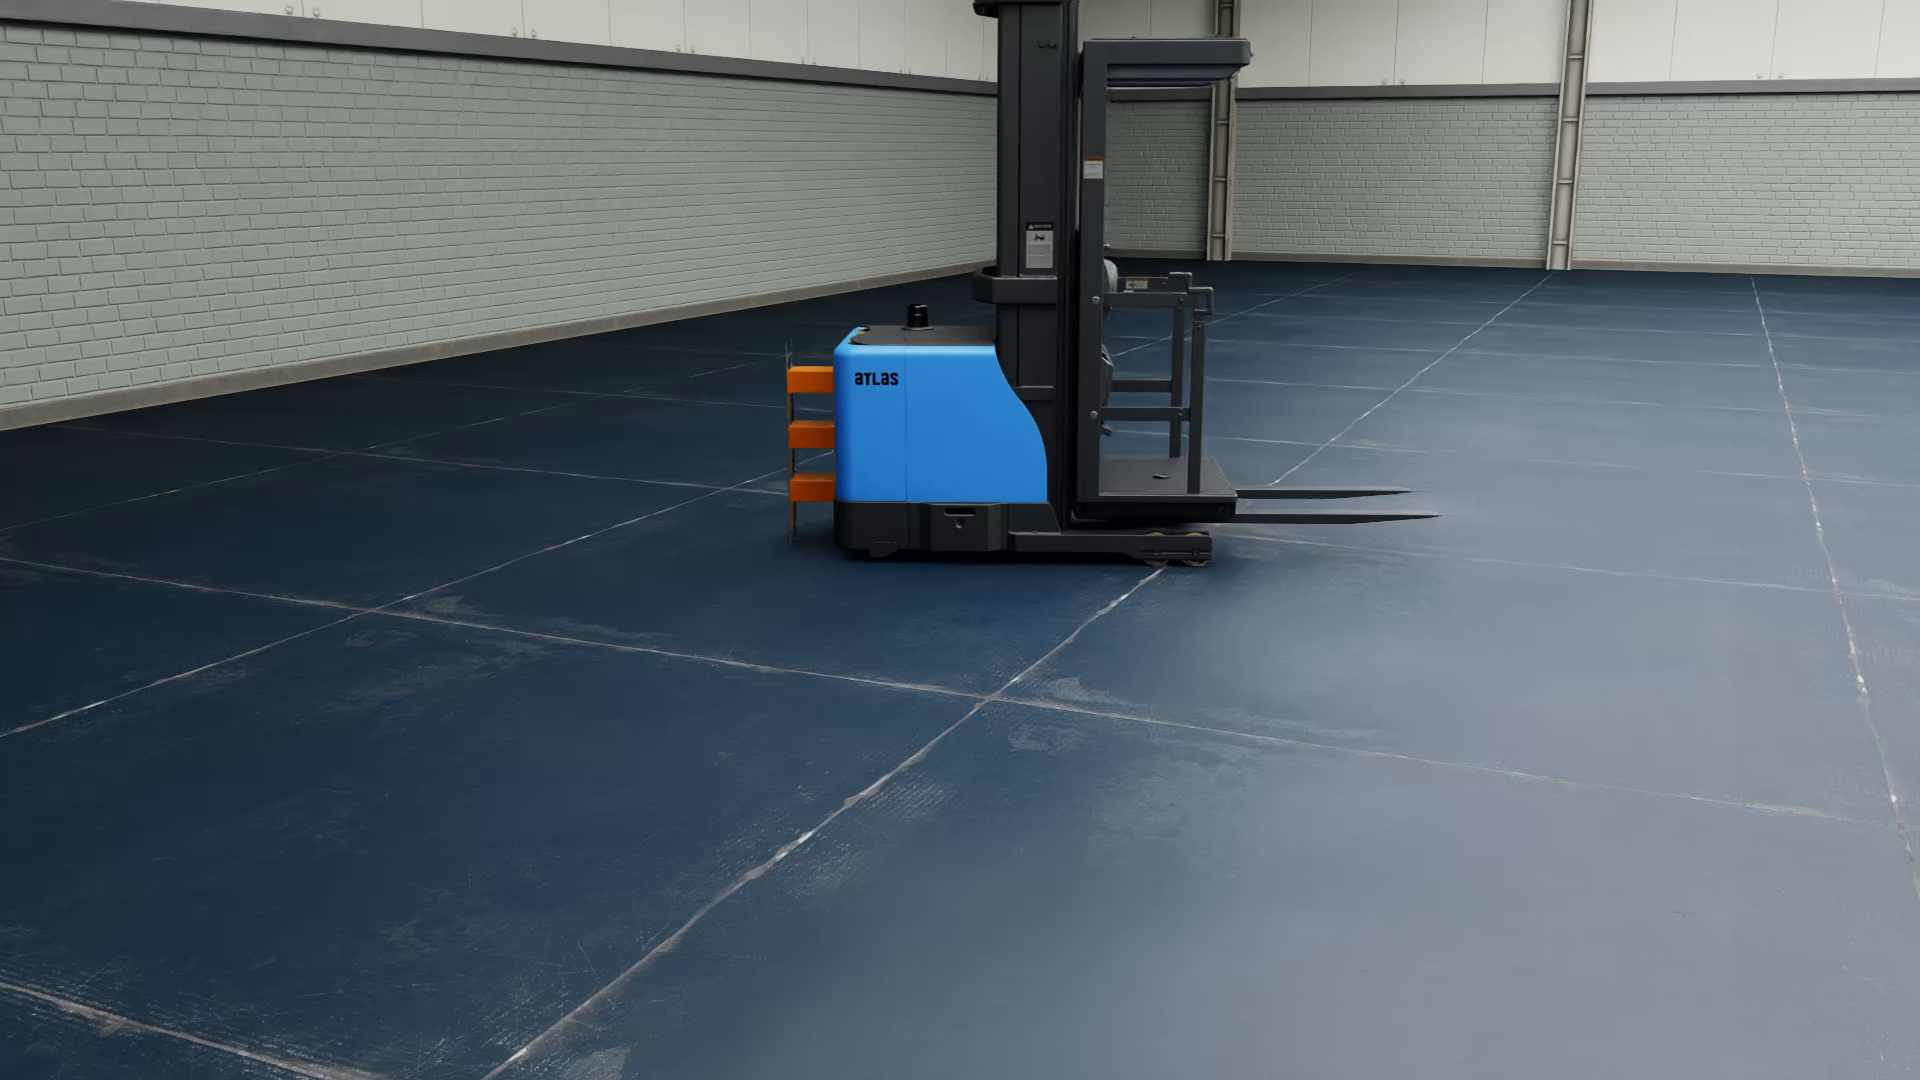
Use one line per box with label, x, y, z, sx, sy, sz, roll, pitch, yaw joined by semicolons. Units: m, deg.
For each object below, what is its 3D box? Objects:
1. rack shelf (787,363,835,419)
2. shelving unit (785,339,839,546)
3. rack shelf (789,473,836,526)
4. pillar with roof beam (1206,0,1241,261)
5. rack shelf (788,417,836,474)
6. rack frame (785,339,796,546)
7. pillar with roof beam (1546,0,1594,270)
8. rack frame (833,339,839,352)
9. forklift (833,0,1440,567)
rack shelf;-0.753;-0.766;8.527;0.240;0.259;0.215;0;13;2
shelving unit;-0.753;-0.500;8.589;0.252;1.050;0.215;0;13;2
rack shelf;-0.753;-0.220;8.655;0.240;0.259;0.215;0;13;2
pillar with roof beam;3.083;-8.703;26.148;0.400;9.000;9.100;6;14;23
rack shelf;-0.753;-0.490;8.592;0.240;0.259;0.215;0;13;2
rack frame;-0.874;-0.501;8.593;0.008;1.050;0.200;0;13;2
pillar with roof beam;8.569;-8.148;23.782;0.400;9.000;9.100;6;14;23
rack frame;-0.631;-0.500;8.585;0.008;1.050;0.200;0;13;2
forklift;0.897;-1.420;8.391;3.031;2.935;1.130;0;13;2
